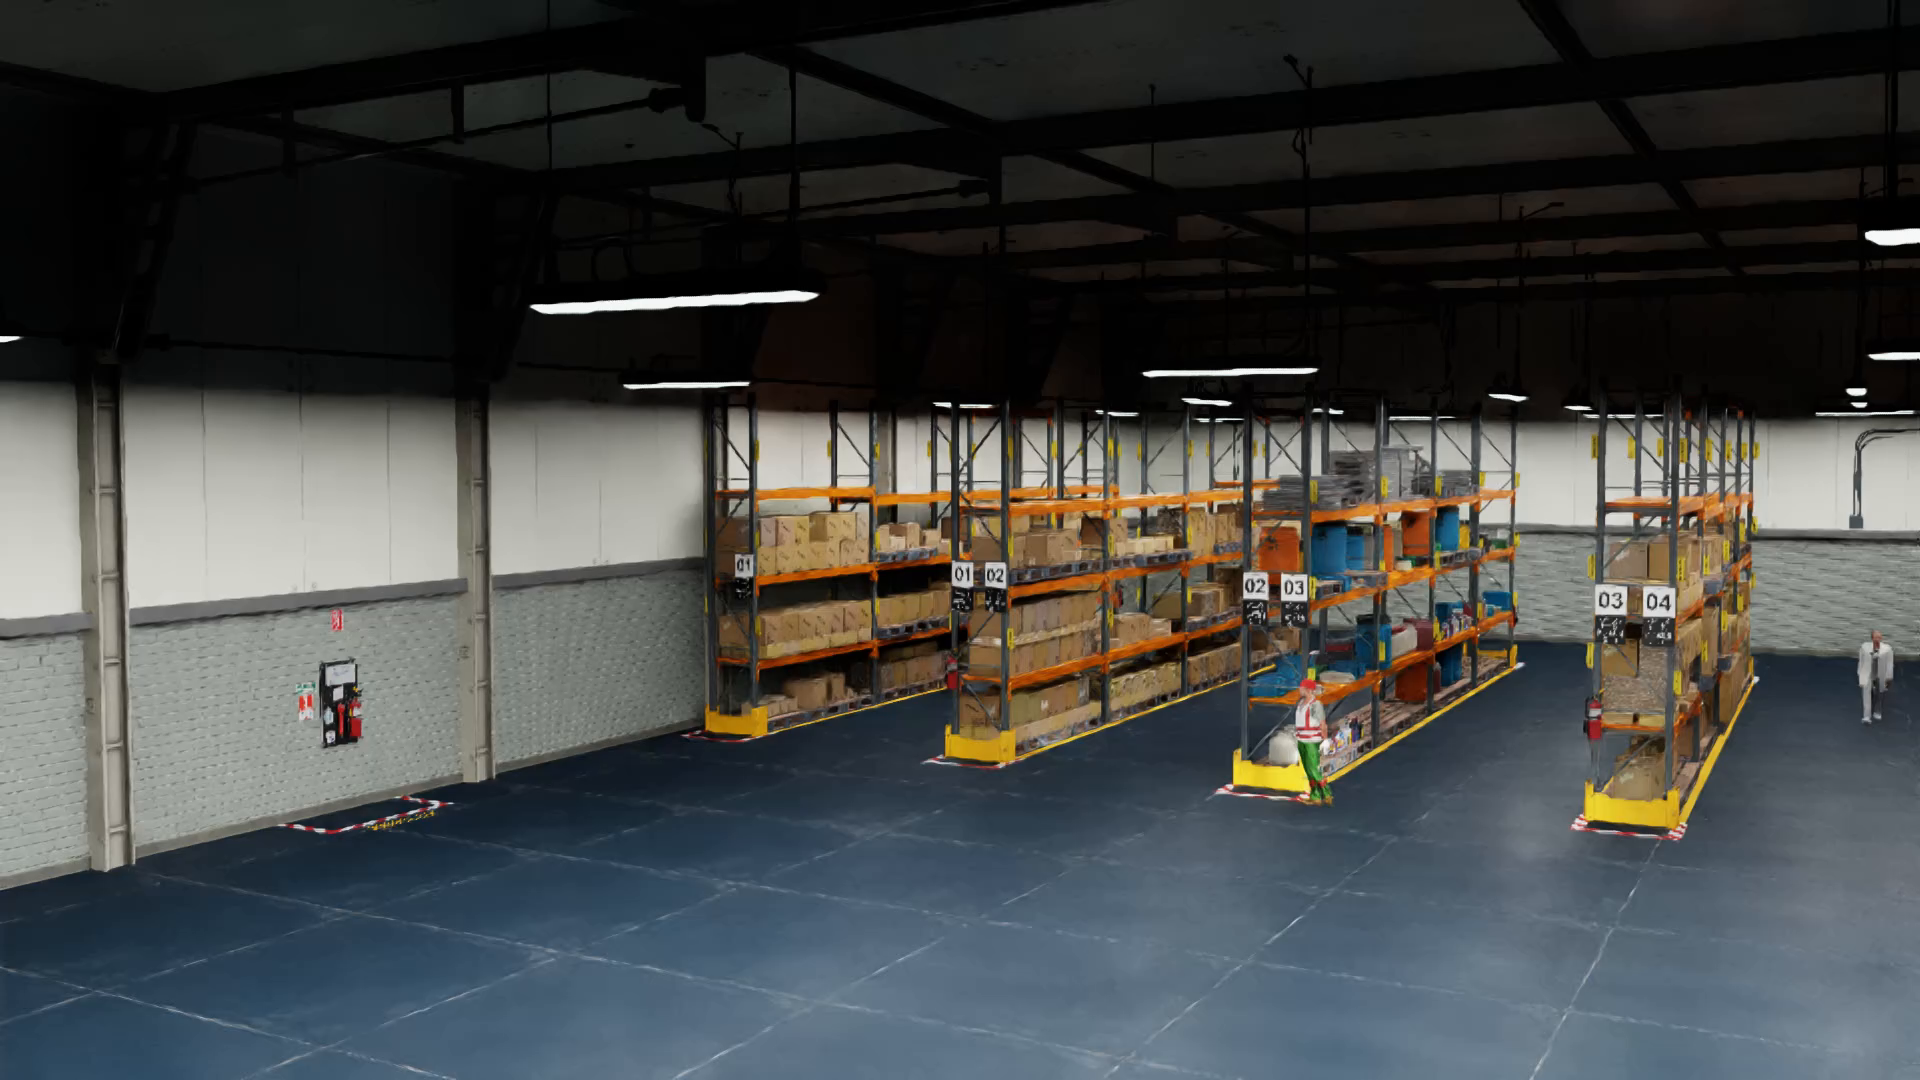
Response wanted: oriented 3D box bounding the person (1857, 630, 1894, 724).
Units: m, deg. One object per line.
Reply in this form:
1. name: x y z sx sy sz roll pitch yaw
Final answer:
1. person: 16.768 2.488 30.461 0.588 1.700 1.193 2 3 26

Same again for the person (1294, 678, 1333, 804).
1. person: 5.003 2.844 23.478 0.441 1.779 0.651 -1 3 -20

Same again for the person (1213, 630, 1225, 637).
1. person: 6.413 1.969 41.468 0.592 1.604 0.513 2 3 28
